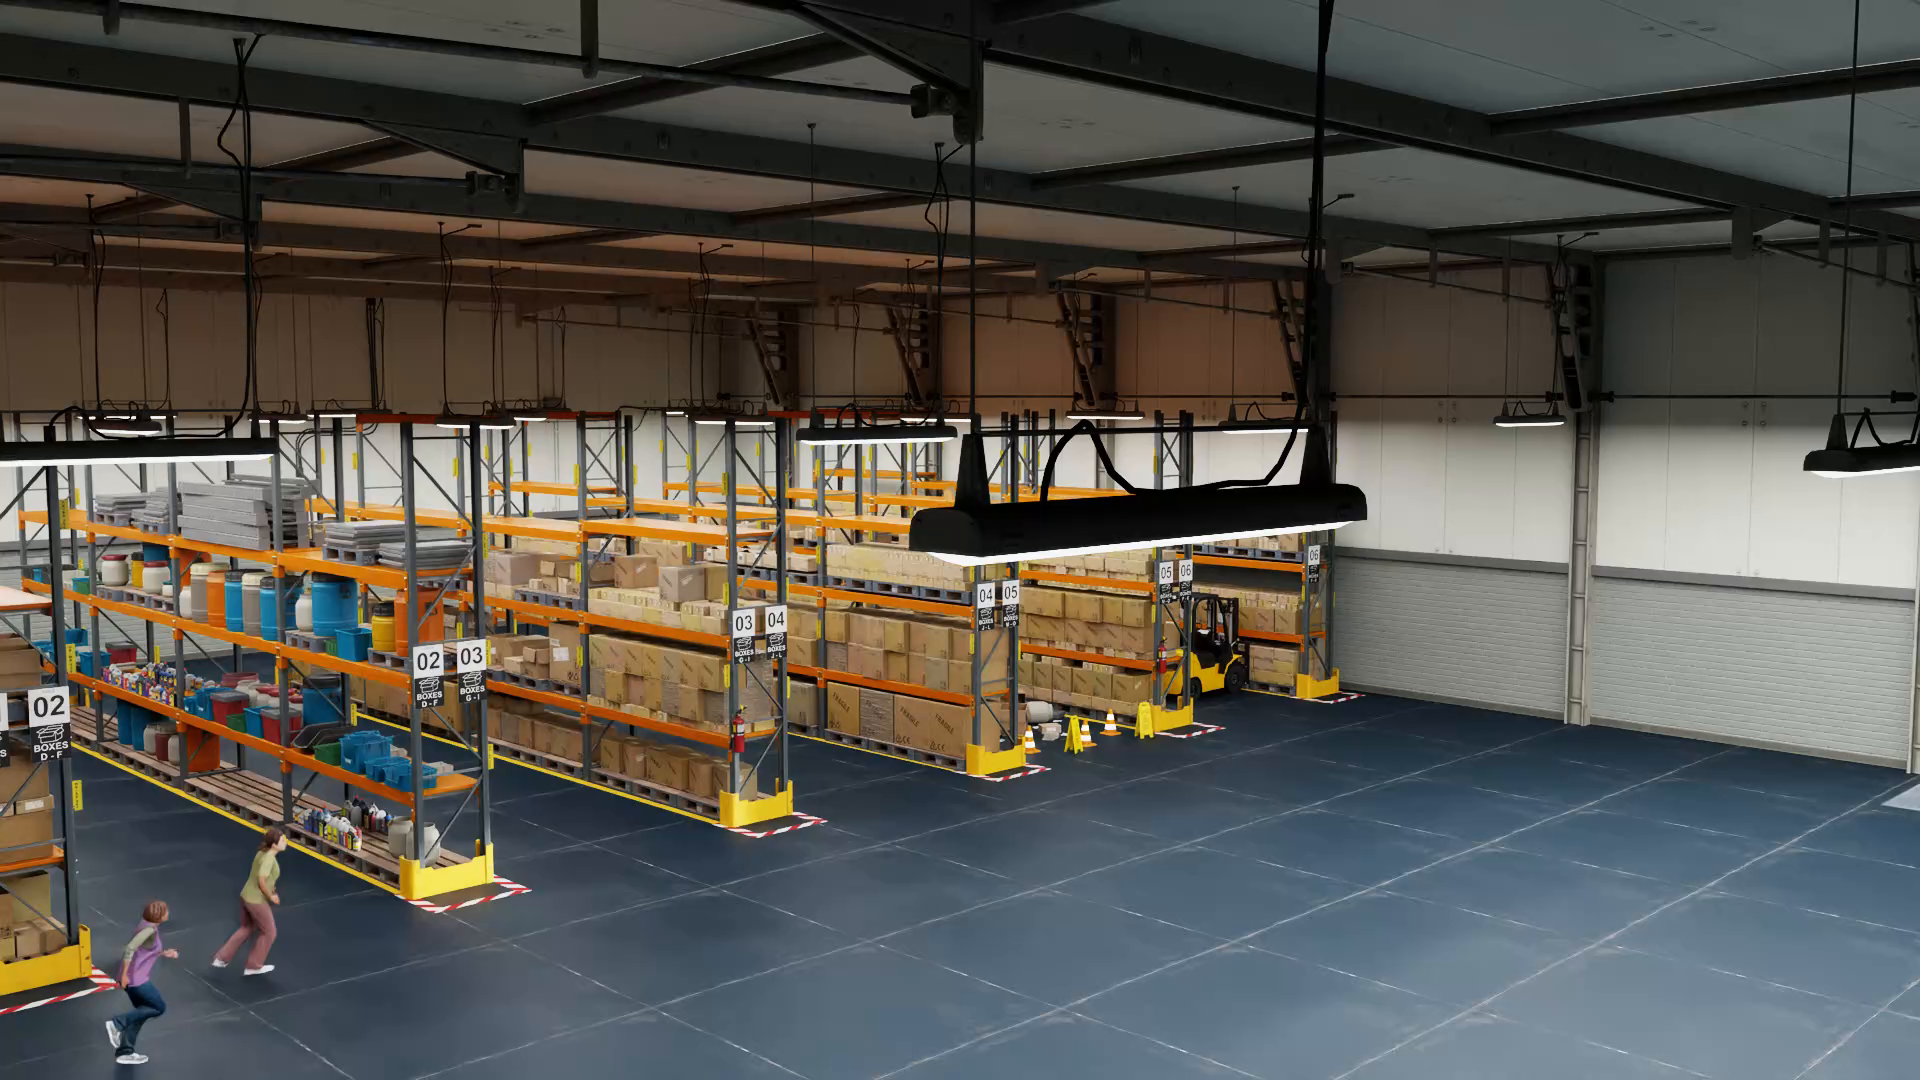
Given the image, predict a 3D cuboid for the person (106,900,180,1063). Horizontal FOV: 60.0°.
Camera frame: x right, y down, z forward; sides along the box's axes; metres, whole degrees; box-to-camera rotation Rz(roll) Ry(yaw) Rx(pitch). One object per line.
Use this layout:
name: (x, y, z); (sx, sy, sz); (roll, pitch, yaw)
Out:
person: (-7.780, 4.208, 15.836); (0.661, 1.529, 0.538); (-3, 6, -33)

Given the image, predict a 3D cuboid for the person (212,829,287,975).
person: (-7.766, 3.969, 18.179); (0.775, 1.579, 0.595); (-4, 6, -36)
